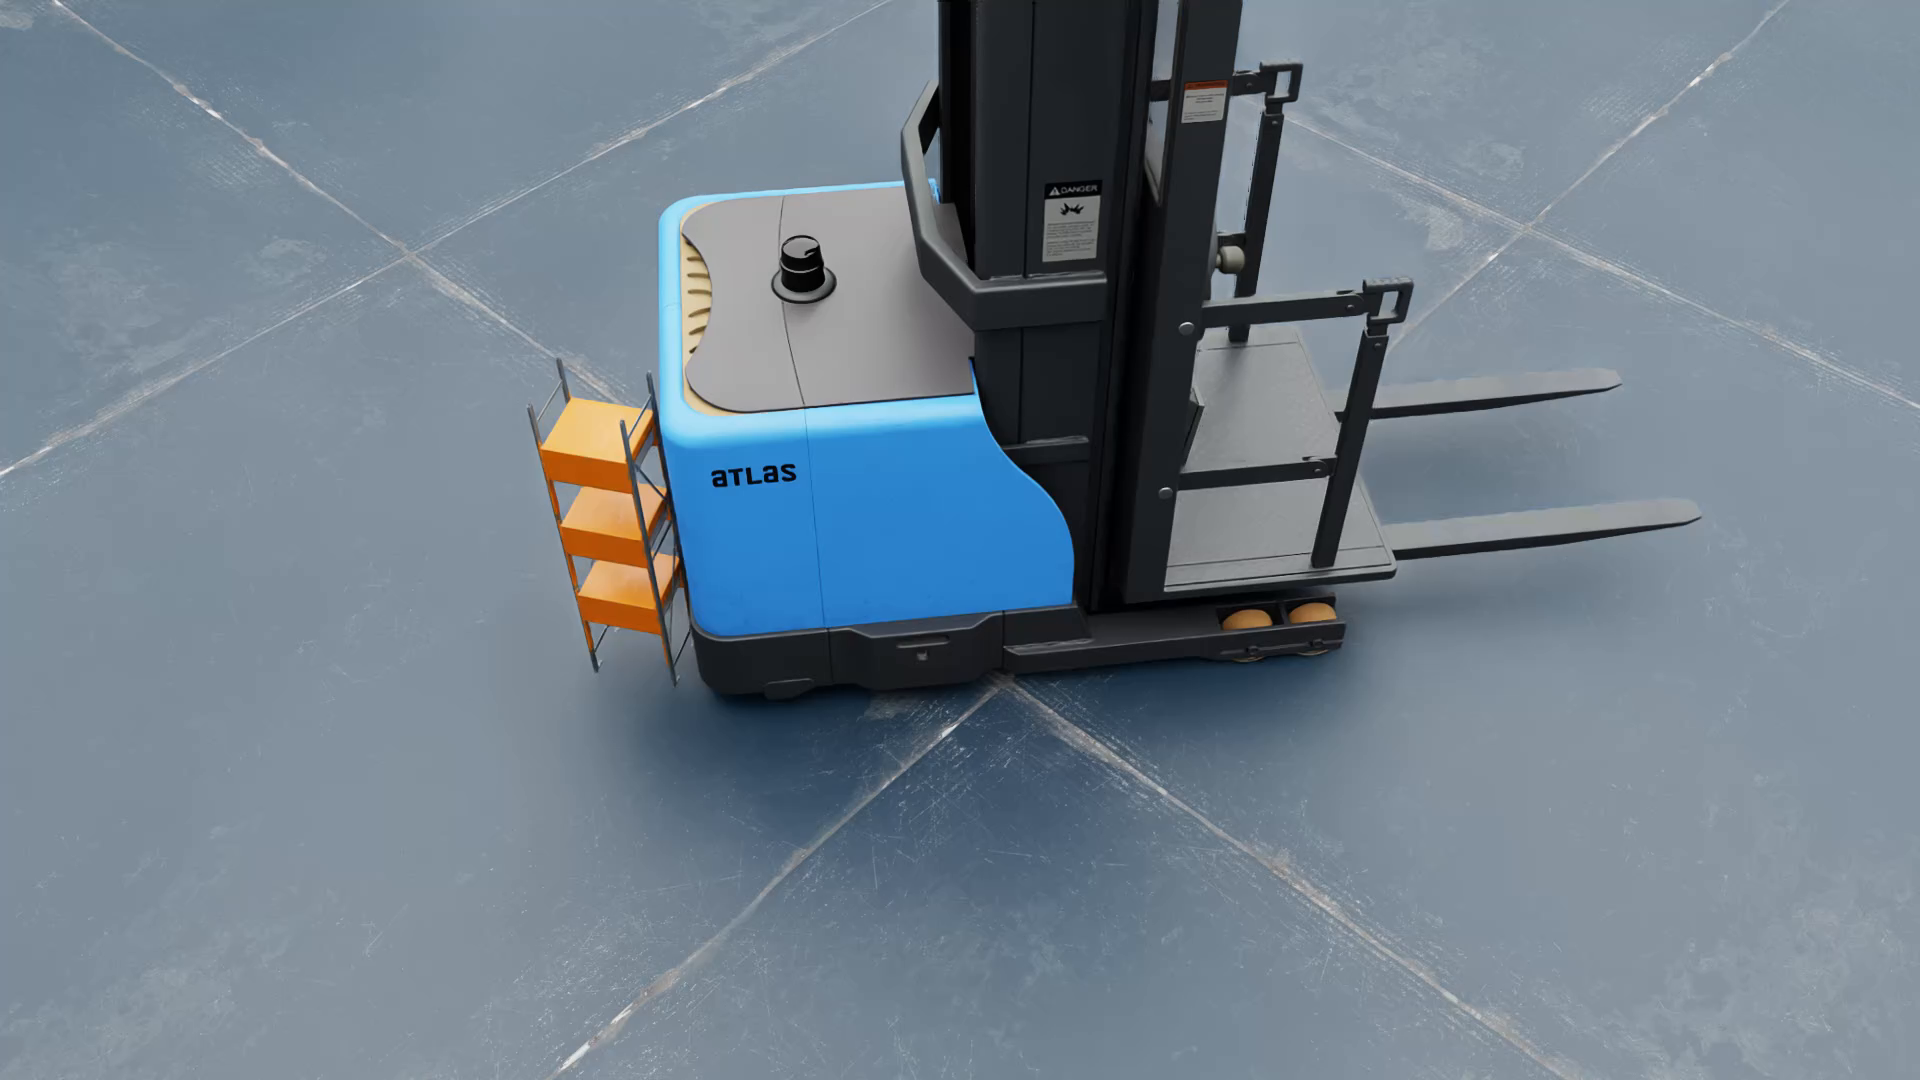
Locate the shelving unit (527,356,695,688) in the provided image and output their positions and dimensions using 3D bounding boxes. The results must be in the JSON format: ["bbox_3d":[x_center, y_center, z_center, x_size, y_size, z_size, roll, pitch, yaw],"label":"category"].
[{"bbox_3d":[-0.929,-0.020,4.548,0.252,1.050,0.215,10,48,9],"label":"shelving unit"}]

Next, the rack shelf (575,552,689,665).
[{"bbox_3d":[-0.929,0.178,4.759,0.240,0.259,0.215,10,48,9],"label":"rack shelf"}]

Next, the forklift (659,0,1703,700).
[{"bbox_3d":[0.697,-1.023,4.200,3.031,2.935,1.130,-5,47,-5],"label":"forklift"}]

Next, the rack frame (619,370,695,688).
[{"bbox_3d":[-0.810,0.001,4.529,0.008,1.050,0.200,10,48,9],"label":"rack frame"}]

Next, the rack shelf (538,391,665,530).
[{"bbox_3d":[-0.929,-0.207,4.349,0.240,0.259,0.215,10,48,9],"label":"rack shelf"}]

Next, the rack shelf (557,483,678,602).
[{"bbox_3d":[-0.929,-0.013,4.556,0.240,0.259,0.215,10,48,9],"label":"rack shelf"}]

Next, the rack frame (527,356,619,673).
[{"bbox_3d":[-1.047,-0.041,4.568,0.008,1.050,0.200,10,48,9],"label":"rack frame"}]
